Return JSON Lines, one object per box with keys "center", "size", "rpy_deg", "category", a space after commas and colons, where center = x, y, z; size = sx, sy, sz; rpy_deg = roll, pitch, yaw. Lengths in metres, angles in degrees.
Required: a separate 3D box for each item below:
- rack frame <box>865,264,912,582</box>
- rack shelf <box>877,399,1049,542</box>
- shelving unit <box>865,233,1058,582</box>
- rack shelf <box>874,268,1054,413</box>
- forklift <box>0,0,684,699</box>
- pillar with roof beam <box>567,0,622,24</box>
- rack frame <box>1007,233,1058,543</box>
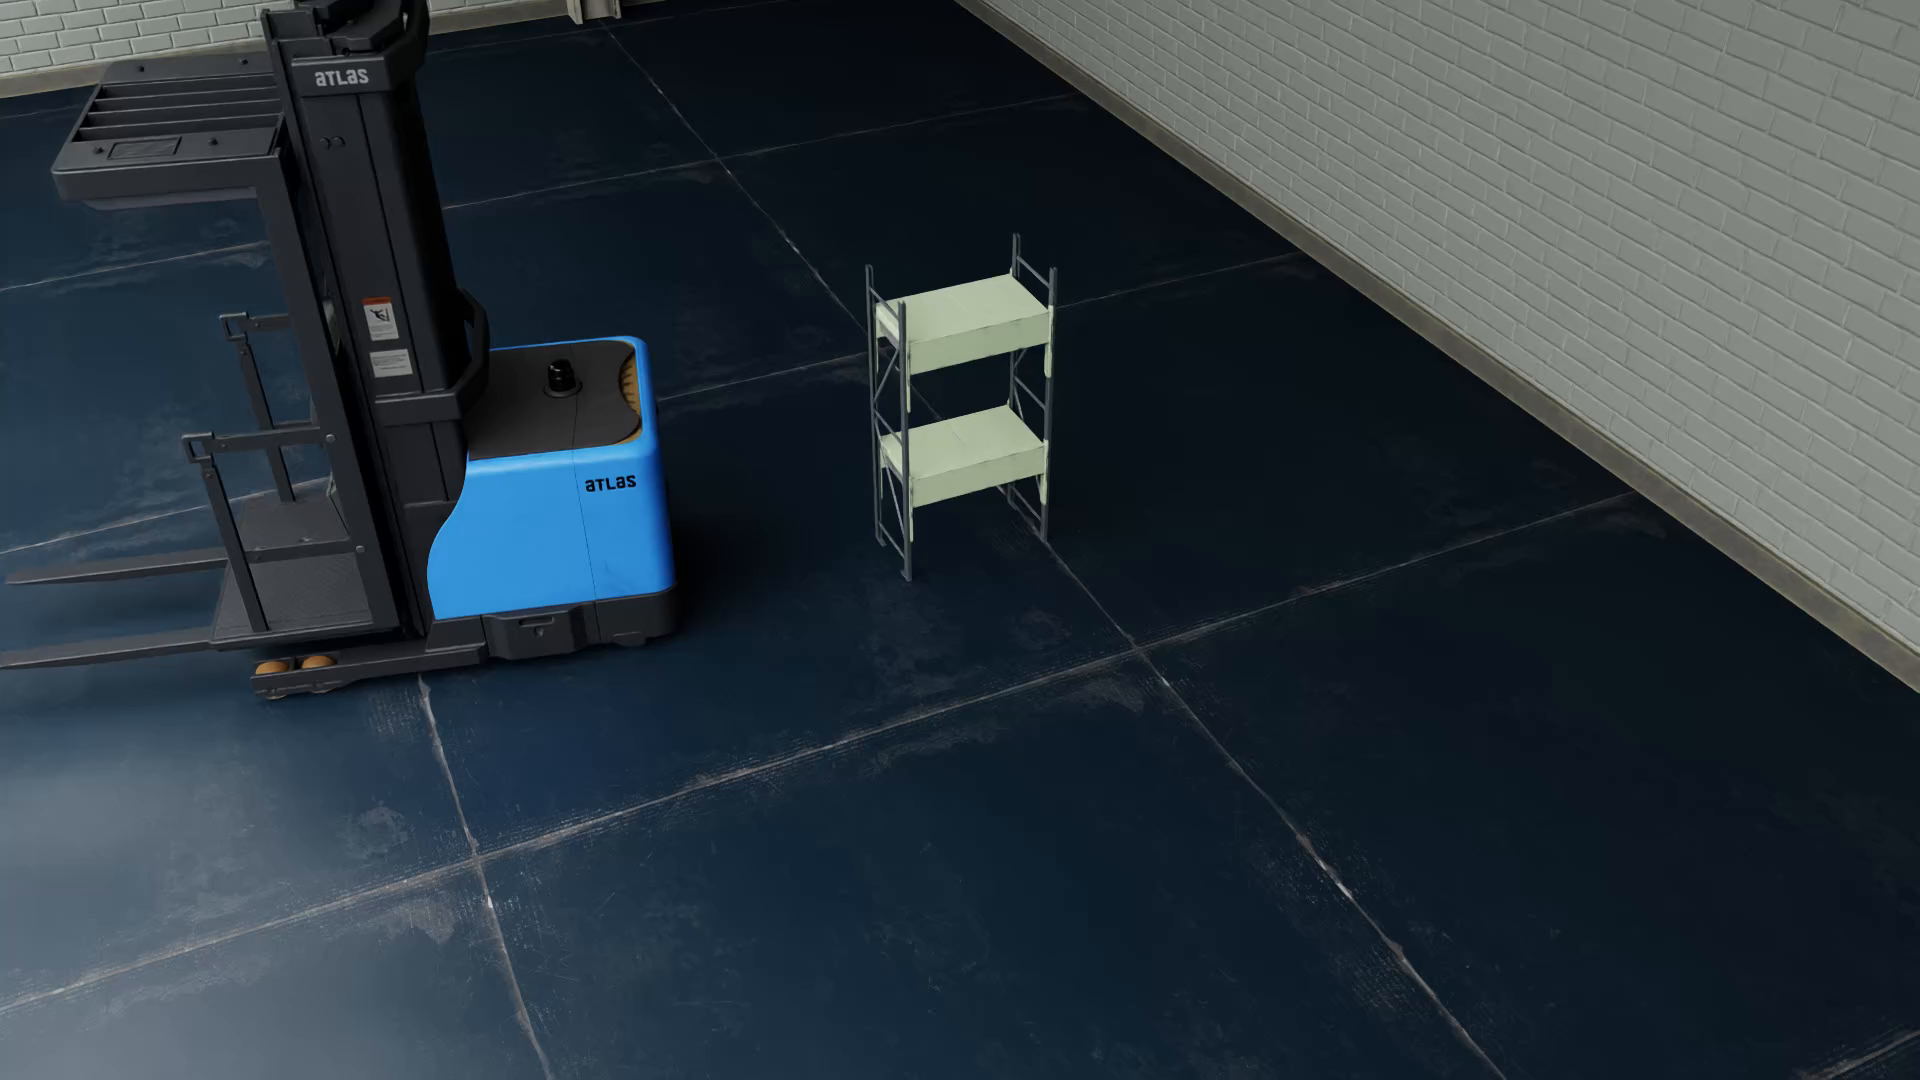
{"center": [-0.325, -0.511, 7.681], "size": [0.023, 1.500, 0.400], "rpy_deg": [-16, 39, -20], "category": "rack frame"}
{"center": [0.006, -0.342, 8.000], "size": [0.720, 0.370, 0.431], "rpy_deg": [-16, 39, -20], "category": "rack shelf"}
{"center": [0.006, -0.604, 7.805], "size": [0.755, 1.500, 0.431], "rpy_deg": [-16, 39, -20], "category": "shelving unit"}
{"center": [0.006, -0.918, 7.573], "size": [0.720, 0.370, 0.431], "rpy_deg": [-16, 39, -20], "category": "rack shelf"}
{"center": [-2.835, -0.823, 6.899], "size": [3.031, 2.935, 1.130], "rpy_deg": [-7, 37, -9], "category": "forklift"}
{"center": [-1.322, -5.819, 8.542], "size": [0.400, 9.000, 9.100], "rpy_deg": [-16, 39, -20], "category": "pillar with roof beam"}
{"center": [0.337, -0.697, 7.930], "size": [0.023, 1.500, 0.400], "rpy_deg": [-16, 39, -20], "category": "rack frame"}
